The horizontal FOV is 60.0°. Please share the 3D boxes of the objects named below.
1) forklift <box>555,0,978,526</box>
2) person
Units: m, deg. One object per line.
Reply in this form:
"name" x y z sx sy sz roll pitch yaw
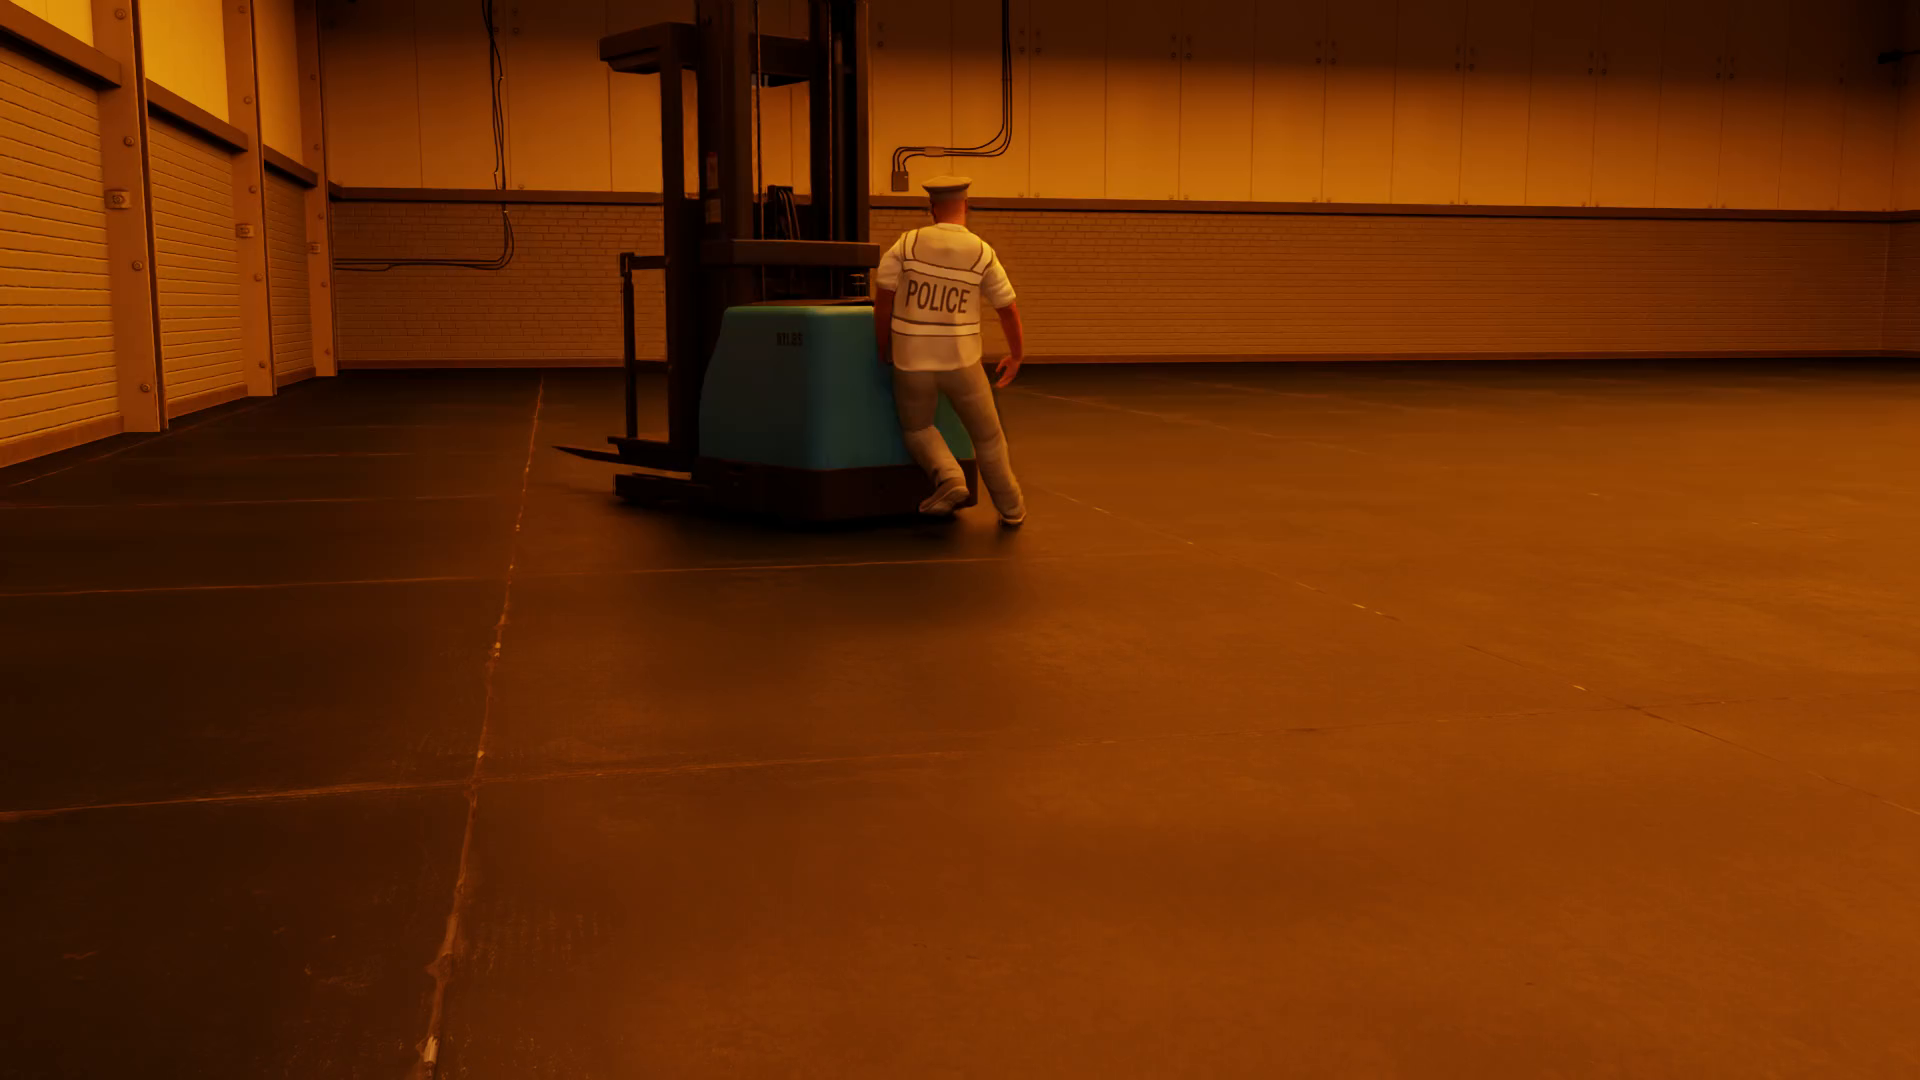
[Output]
"forklift" -1.248 -1.672 9.080 1.130 2.935 3.031 -7 10 -40
"person" -0.040 -0.896 8.025 0.734 1.673 0.733 0 8 2
